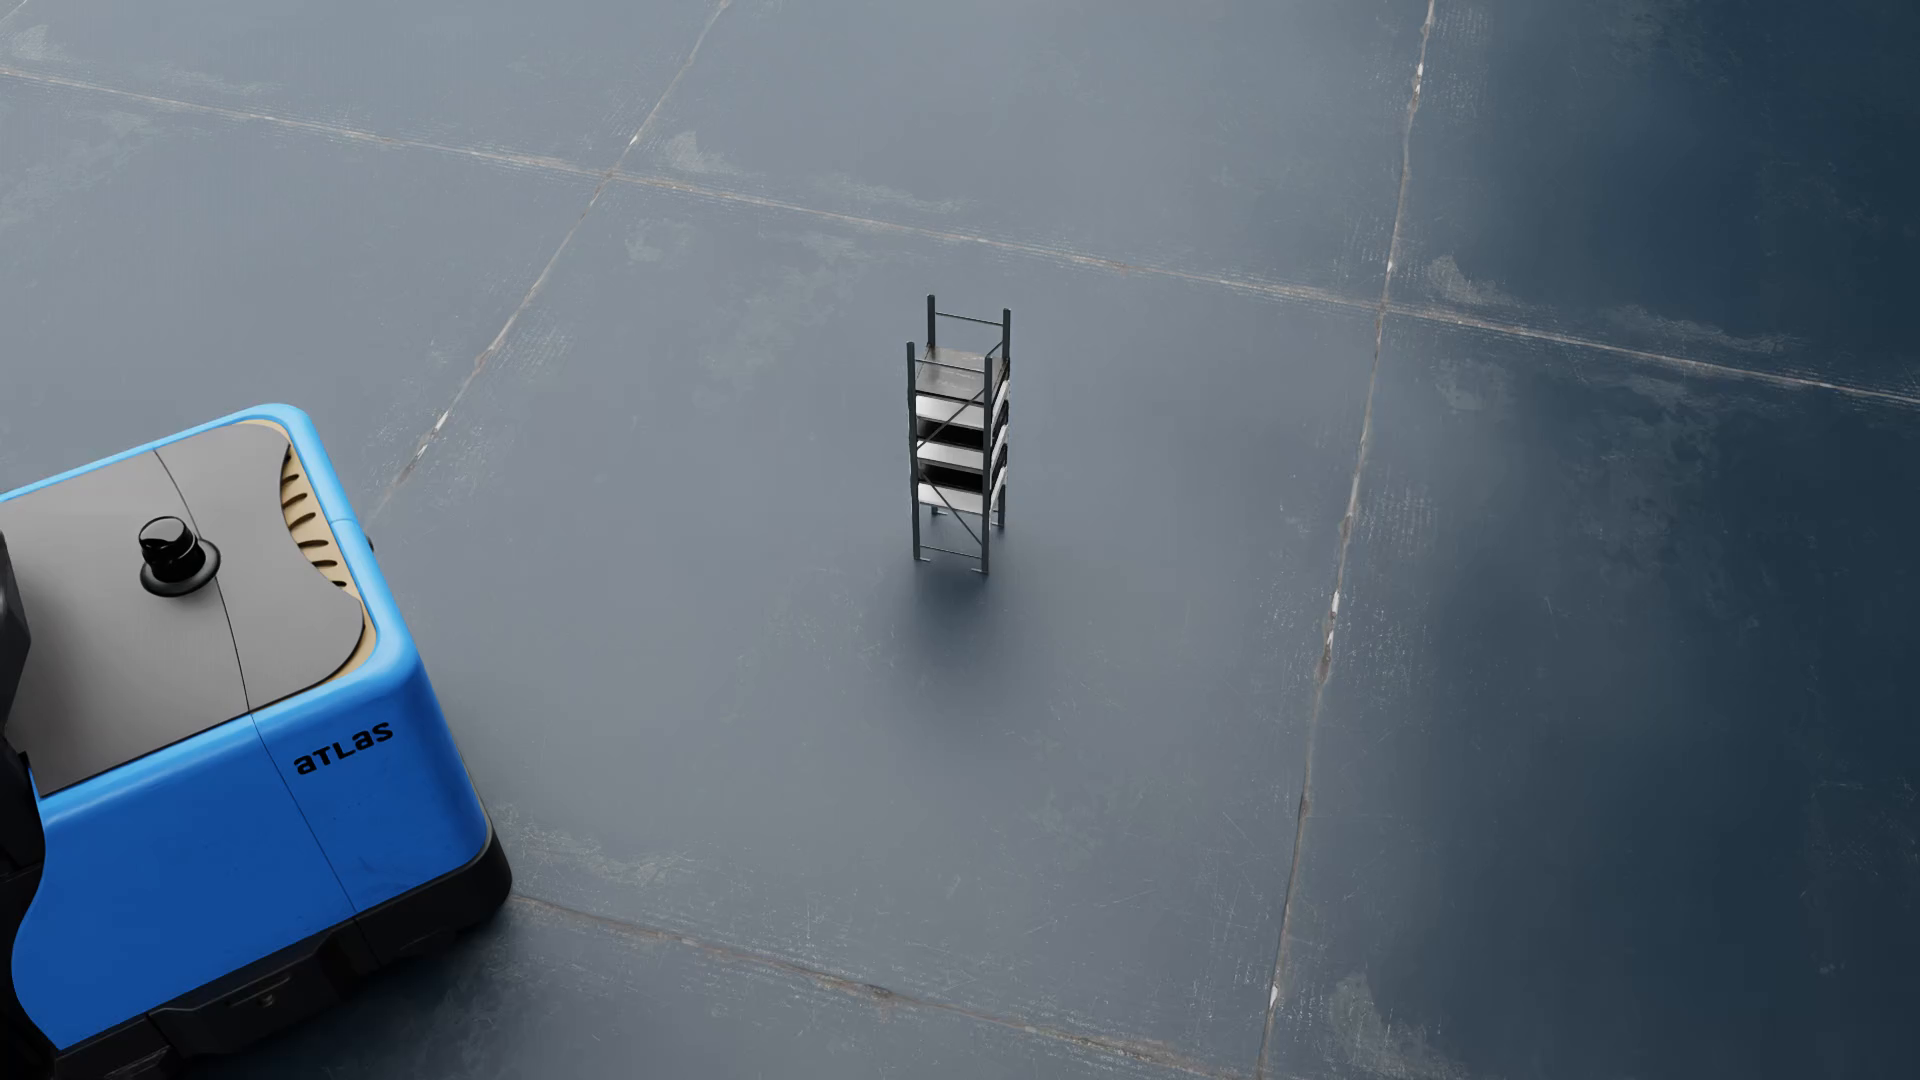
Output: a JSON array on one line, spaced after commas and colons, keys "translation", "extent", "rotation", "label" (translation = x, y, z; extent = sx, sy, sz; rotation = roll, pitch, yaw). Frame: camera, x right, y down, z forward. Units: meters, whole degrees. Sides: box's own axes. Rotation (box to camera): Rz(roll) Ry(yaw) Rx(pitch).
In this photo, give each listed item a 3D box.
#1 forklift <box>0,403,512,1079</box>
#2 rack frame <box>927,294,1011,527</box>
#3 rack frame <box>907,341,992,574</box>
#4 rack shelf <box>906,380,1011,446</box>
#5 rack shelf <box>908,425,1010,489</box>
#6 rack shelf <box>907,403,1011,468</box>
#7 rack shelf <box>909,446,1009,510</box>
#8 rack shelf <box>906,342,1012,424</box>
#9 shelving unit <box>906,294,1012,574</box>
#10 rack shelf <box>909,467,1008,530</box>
[{"translation": [-2.708, 0.245, 3.079], "extent": [3.031, 2.935, 1.130], "rotation": [-24, 53, -19], "label": "forklift"}, {"translation": [0.025, -0.365, 4.972], "extent": [0.240, 0.900, 0.006], "rotation": [12, 50, 10], "label": "rack frame"}, {"translation": [-0.029, -0.218, 4.843], "extent": [0.240, 0.900, 0.006], "rotation": [12, 50, 10], "label": "rack frame"}, {"translation": [-0.002, -0.389, 4.797], "extent": [0.258, 0.077, 0.200], "rotation": [12, 50, 10], "label": "rack shelf"}, {"translation": [-0.002, -0.270, 4.932], "extent": [0.258, 0.077, 0.200], "rotation": [12, 50, 10], "label": "rack shelf"}, {"translation": [-0.002, -0.329, 4.865], "extent": [0.258, 0.077, 0.200], "rotation": [12, 50, 10], "label": "rack shelf"}, {"translation": [-0.002, -0.210, 5.000], "extent": [0.258, 0.077, 0.200], "rotation": [12, 50, 10], "label": "rack shelf"}, {"translation": [-0.002, -0.449, 4.730], "extent": [0.258, 0.077, 0.200], "rotation": [12, 50, 10], "label": "rack shelf"}, {"translation": [-0.002, -0.292, 4.907], "extent": [0.258, 0.900, 0.210], "rotation": [12, 50, 10], "label": "shelving unit"}, {"translation": [-0.002, -0.151, 5.067], "extent": [0.258, 0.077, 0.200], "rotation": [12, 50, 10], "label": "rack shelf"}]
